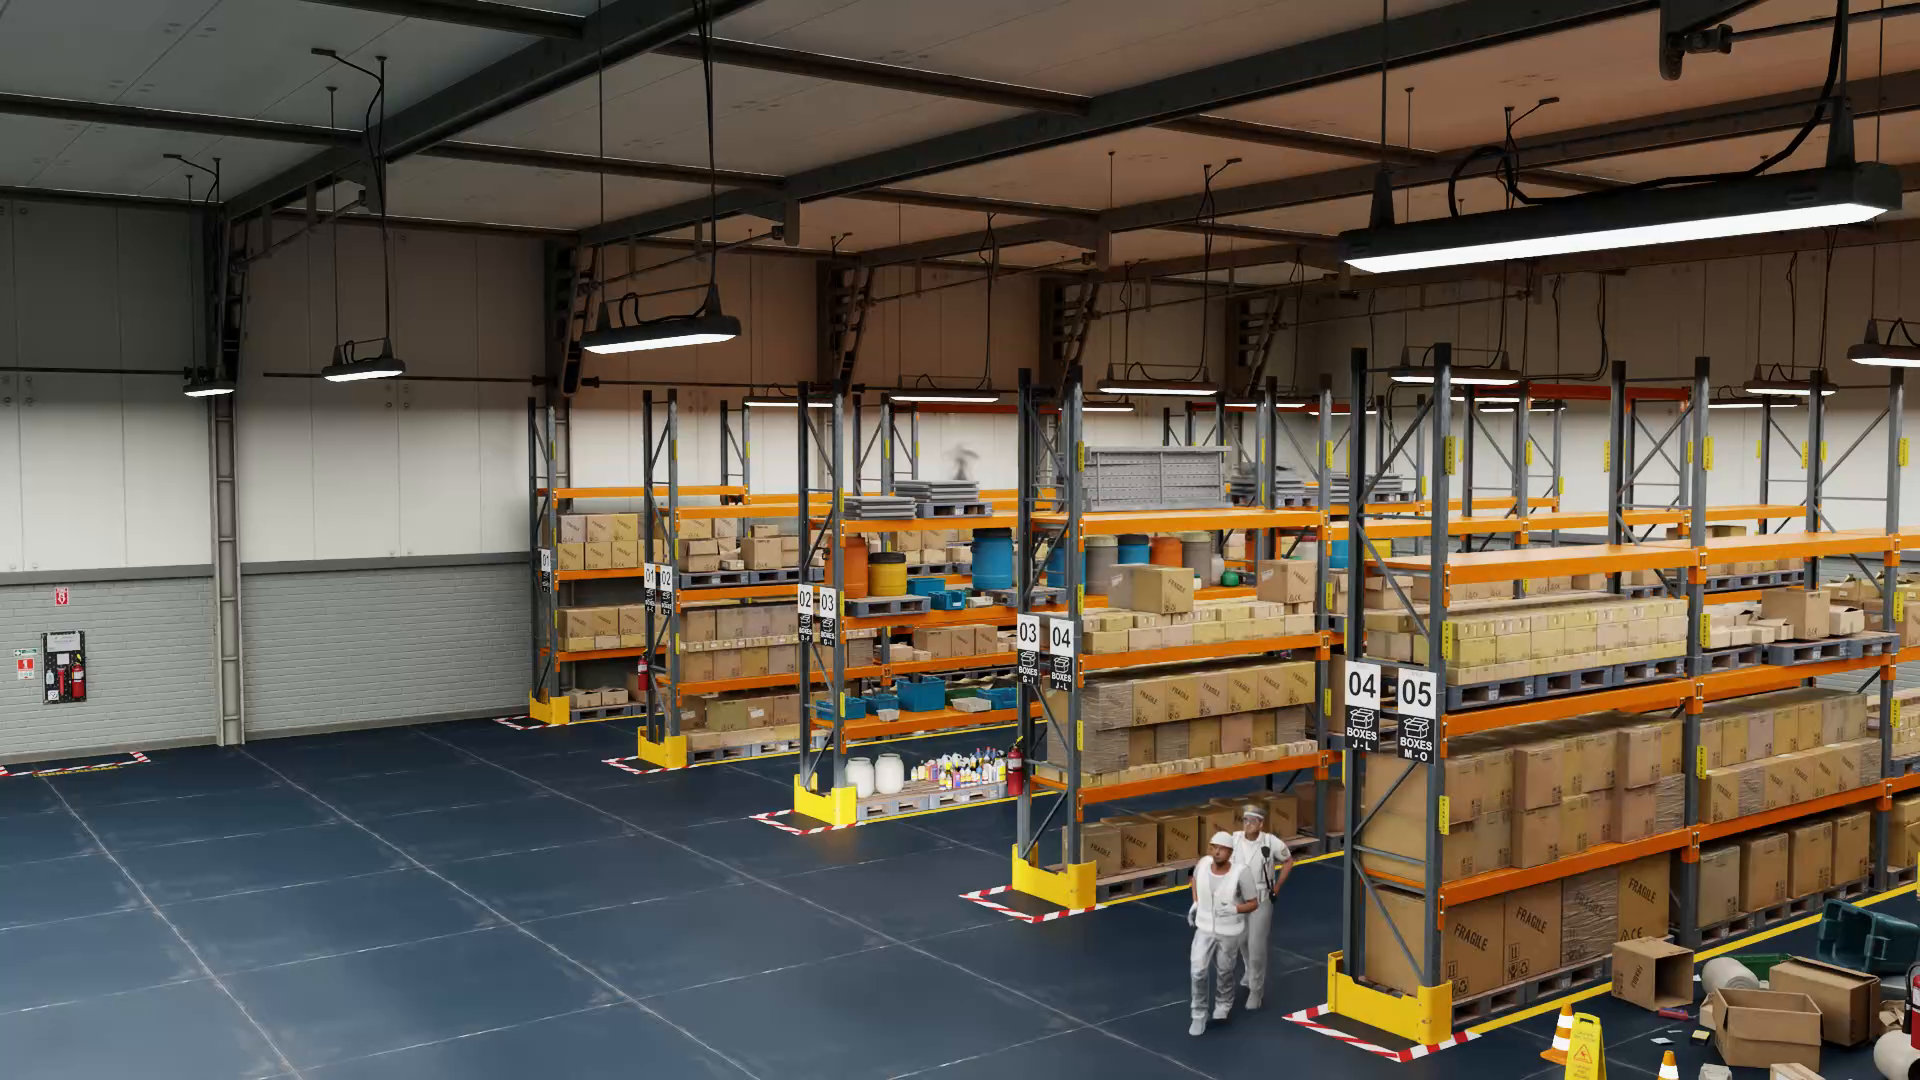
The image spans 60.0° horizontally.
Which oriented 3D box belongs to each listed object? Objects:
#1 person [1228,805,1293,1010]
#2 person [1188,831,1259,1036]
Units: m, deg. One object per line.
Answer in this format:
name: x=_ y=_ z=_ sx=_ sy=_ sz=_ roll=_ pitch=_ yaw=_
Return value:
person: x=2.711 y=3.368 z=15.465 sx=0.653 sy=1.867 sz=0.739 roll=2 pitch=4 yaw=32
person: x=2.285 y=3.448 z=14.533 sx=0.668 sy=1.840 sz=0.734 roll=2 pitch=4 yaw=26
